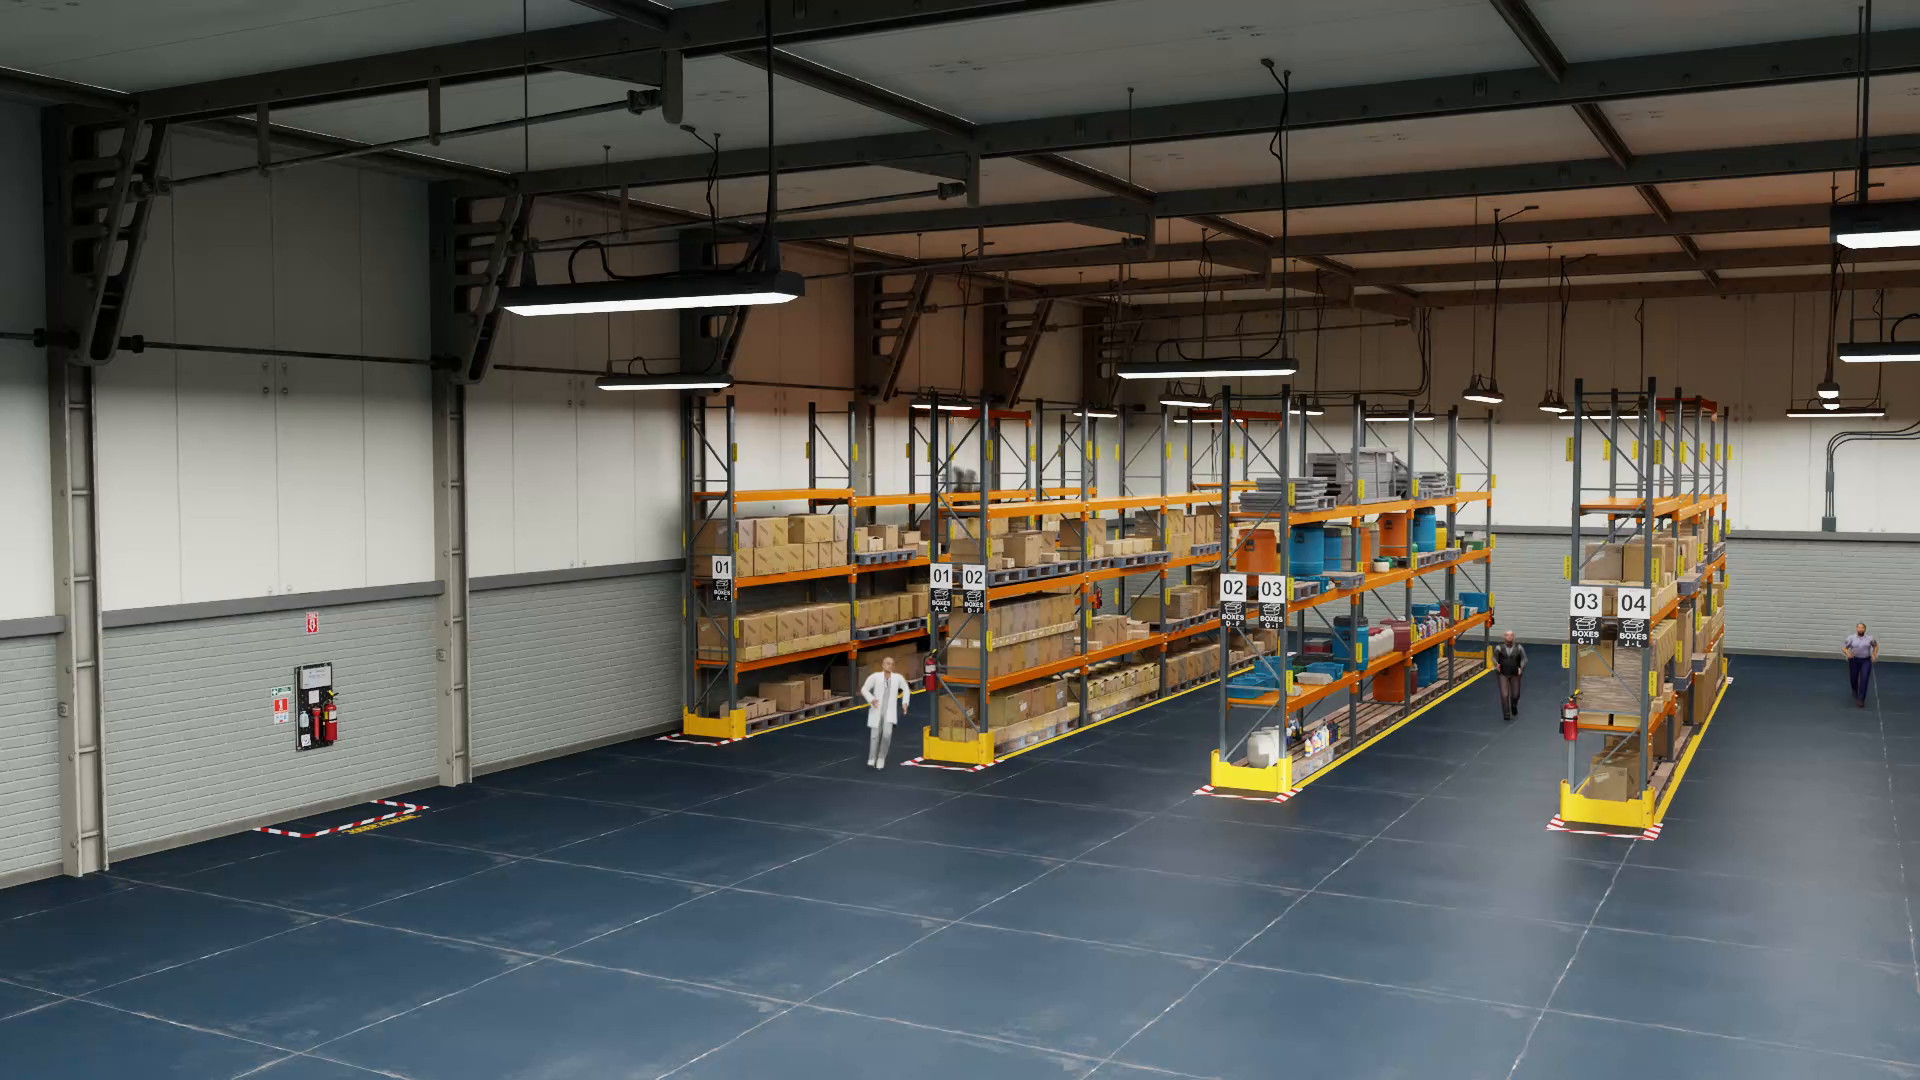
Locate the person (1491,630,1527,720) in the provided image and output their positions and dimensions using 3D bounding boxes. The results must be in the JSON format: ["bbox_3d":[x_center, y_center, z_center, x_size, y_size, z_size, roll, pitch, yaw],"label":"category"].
[{"bbox_3d":[10.252,2.529,31.064,0.656,1.671,0.604,1,3,17],"label":"person"}]

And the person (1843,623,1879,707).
[{"bbox_3d":[17.878,2.452,33.038,0.602,1.630,0.852,2,3,29],"label":"person"}]

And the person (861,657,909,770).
[{"bbox_3d":[-1.180,2.747,26.382,0.785,1.770,0.658,0,3,-5],"label":"person"}]
